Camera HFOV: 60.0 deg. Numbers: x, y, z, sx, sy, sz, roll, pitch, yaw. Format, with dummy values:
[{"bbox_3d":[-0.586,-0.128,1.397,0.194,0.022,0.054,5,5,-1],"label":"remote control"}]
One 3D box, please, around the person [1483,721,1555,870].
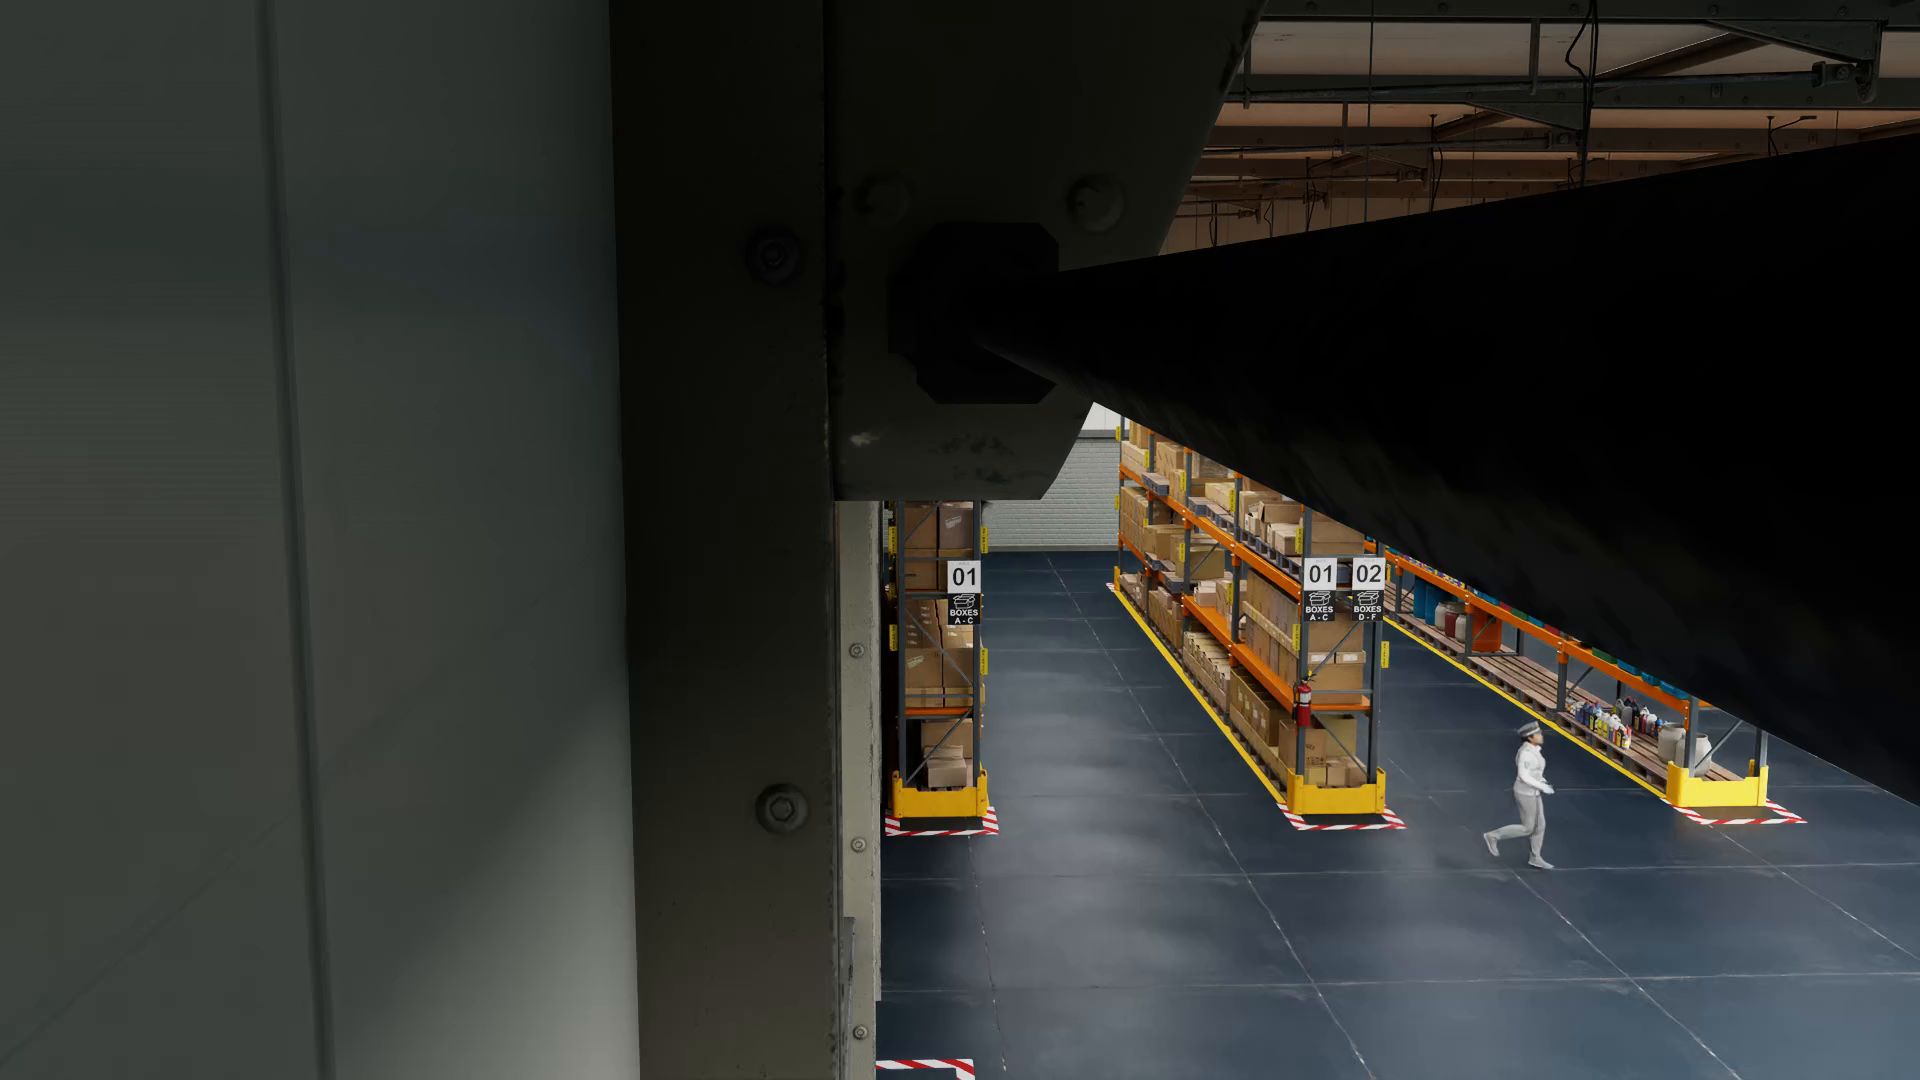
[{"bbox_3d":[6.314,2.842,18.676,0.769,1.694,0.624,3,9,21],"label":"person"}]
